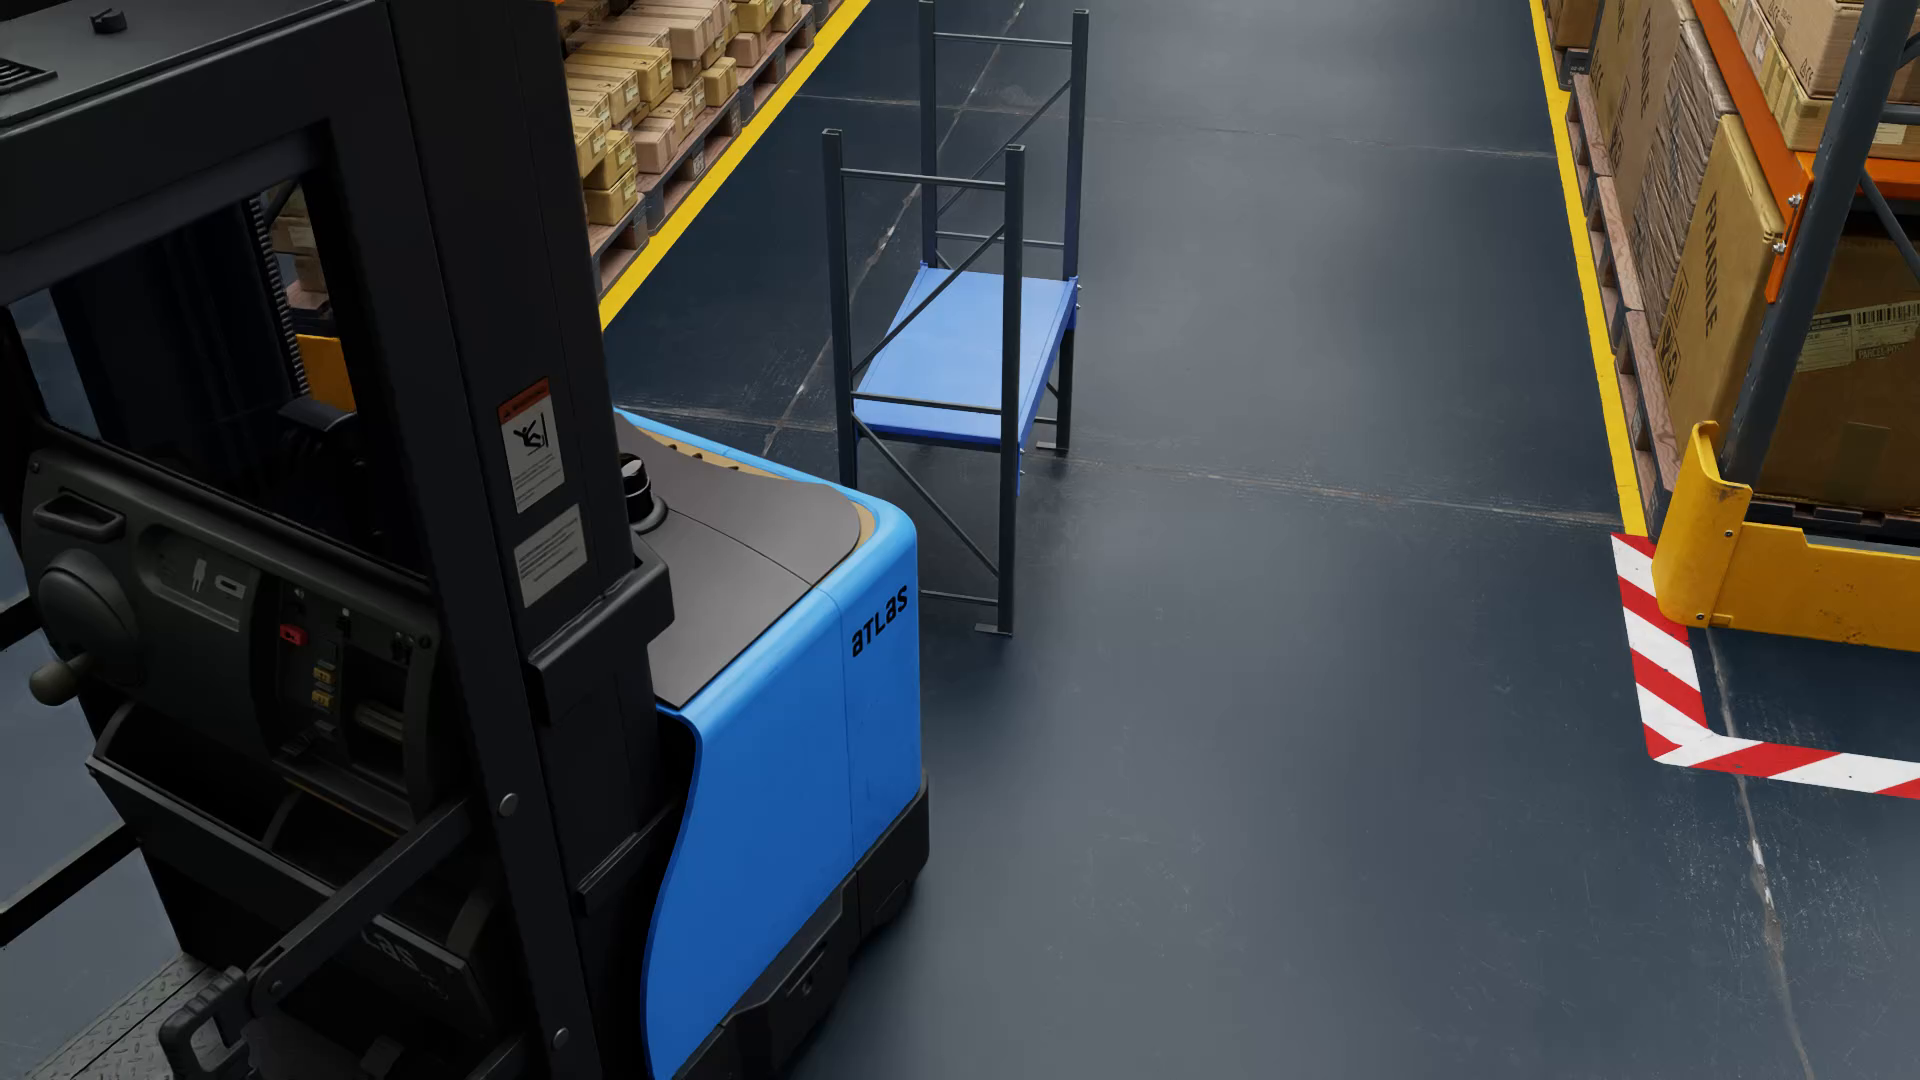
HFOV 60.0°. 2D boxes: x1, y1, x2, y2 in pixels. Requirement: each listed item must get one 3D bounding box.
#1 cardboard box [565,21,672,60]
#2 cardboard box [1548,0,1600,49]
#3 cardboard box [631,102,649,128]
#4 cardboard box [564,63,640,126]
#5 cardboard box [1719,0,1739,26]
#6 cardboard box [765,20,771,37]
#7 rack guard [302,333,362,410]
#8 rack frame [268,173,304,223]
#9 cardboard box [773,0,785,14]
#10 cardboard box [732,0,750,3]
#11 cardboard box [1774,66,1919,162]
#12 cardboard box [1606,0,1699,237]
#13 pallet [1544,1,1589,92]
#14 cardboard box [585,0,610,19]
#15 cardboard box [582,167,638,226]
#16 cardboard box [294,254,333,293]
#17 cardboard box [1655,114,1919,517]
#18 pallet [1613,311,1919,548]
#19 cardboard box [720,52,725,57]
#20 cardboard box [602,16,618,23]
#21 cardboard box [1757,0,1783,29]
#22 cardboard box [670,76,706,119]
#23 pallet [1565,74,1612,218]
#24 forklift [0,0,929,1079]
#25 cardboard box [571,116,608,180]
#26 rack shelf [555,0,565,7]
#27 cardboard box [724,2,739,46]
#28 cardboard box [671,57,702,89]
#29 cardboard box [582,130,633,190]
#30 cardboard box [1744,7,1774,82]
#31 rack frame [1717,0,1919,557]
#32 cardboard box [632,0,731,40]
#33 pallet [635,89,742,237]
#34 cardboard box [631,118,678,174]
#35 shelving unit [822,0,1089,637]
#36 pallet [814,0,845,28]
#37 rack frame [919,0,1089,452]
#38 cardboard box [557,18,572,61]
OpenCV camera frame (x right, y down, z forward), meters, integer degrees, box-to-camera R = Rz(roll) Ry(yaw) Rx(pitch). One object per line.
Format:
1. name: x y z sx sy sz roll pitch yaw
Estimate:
1. cardboard box: -1.471 -2.116 7.178 0.380 0.149 0.250 7 37 10
2. cardboard box: 3.659 -2.981 8.260 1.225 0.875 0.875 7 37 10
3. cardboard box: -1.552 -1.853 7.068 0.380 0.149 0.250 9 37 12
4. cardboard box: -1.532 -1.815 6.763 0.380 0.149 0.250 9 37 12
5. cardboard box: 2.659 -1.738 5.307 0.380 0.149 0.250 7 36 9
6. cardboard box: -1.170 -2.592 8.341 0.380 0.149 0.250 8 37 11
7. rack guard: -2.120 -0.720 5.818 1.175 0.500 0.348 7 37 10
8. rack frame: -2.136 -1.689 5.024 1.000 3.000 0.127 7 37 10
9. cardboard box: -1.084 -2.741 8.294 0.380 0.149 0.250 6 36 8
10. cardboard box: -1.166 -2.707 7.993 0.380 0.149 0.250 7 37 10
11. cardboard box: 2.442 -1.153 4.499 0.380 0.149 0.250 8 37 11
12. cardboard box: 3.131 -1.728 6.530 0.875 0.875 0.875 7 37 10
13. pallet: 3.633 -2.625 8.692 1.003 0.211 1.213 7 37 10
14. cardboard box: -1.848 -2.477 7.676 0.380 0.149 0.250 8 37 11
15. cardboard box: -1.528 -1.401 6.698 0.380 0.149 0.250 8 37 11
16. cardboard box: -2.228 -1.032 6.190 0.380 0.149 0.250 8 37 11
17. cardboard box: 2.746 -0.696 5.107 0.875 0.875 0.875 7 37 10
18. pallet: 2.782 -0.348 5.551 1.003 0.211 1.213 7 37 10
19. cardboard box: -1.339 -2.296 7.934 0.380 0.149 0.250 6 36 9
20. cardboard box: -1.797 -2.341 7.741 0.380 0.149 0.250 9 37 12
21. cardboard box: 2.641 -1.671 4.873 0.500 0.250 0.500 7 36 9
22. cardboard box: -1.375 -1.996 7.519 0.380 0.149 0.250 8 37 11
23. pallet: 3.303 -1.747 7.481 1.003 0.211 1.213 7 37 10
24. forklift: -1.260 0.219 2.451 1.130 2.935 3.031 19 40 24
25. cardboard box: -1.572 -1.505 6.334 0.380 0.149 0.250 7 37 10
26. rack shelf: -1.709 -2.544 6.817 1.077 0.370 4.000 7 37 10
27. cardboard box: -1.274 -2.454 7.897 0.380 0.149 0.250 8 37 10
28. cardboard box: -1.386 -2.154 7.484 0.380 0.149 0.250 6 36 8
29. cardboard box: -1.533 -1.528 6.620 0.380 0.149 0.250 8 37 11
30. cardboard box: 2.551 -1.446 4.904 0.380 0.149 0.250 7 37 10
31. rack frame: 2.687 -1.009 4.086 1.000 3.000 0.127 7 37 10
32. cardboard box: -1.265 -2.401 7.571 0.380 0.149 0.250 6 36 8
33. pallet: -1.649 -1.762 7.501 1.003 0.211 1.213 7 37 10
34. cardboard box: -1.428 -1.691 7.099 0.380 0.149 0.250 6 36 8
35. shelving unit: 0.018 -0.656 4.877 0.538 1.500 1.048 7 37 10
36. pallet: -1.117 -3.299 9.622 1.003 0.211 1.213 7 37 10
37. rack frame: 0.127 -0.948 5.279 0.500 1.500 0.032 7 37 10
38. cardboard box: -1.917 -2.174 7.258 0.380 0.149 0.250 7 37 10
